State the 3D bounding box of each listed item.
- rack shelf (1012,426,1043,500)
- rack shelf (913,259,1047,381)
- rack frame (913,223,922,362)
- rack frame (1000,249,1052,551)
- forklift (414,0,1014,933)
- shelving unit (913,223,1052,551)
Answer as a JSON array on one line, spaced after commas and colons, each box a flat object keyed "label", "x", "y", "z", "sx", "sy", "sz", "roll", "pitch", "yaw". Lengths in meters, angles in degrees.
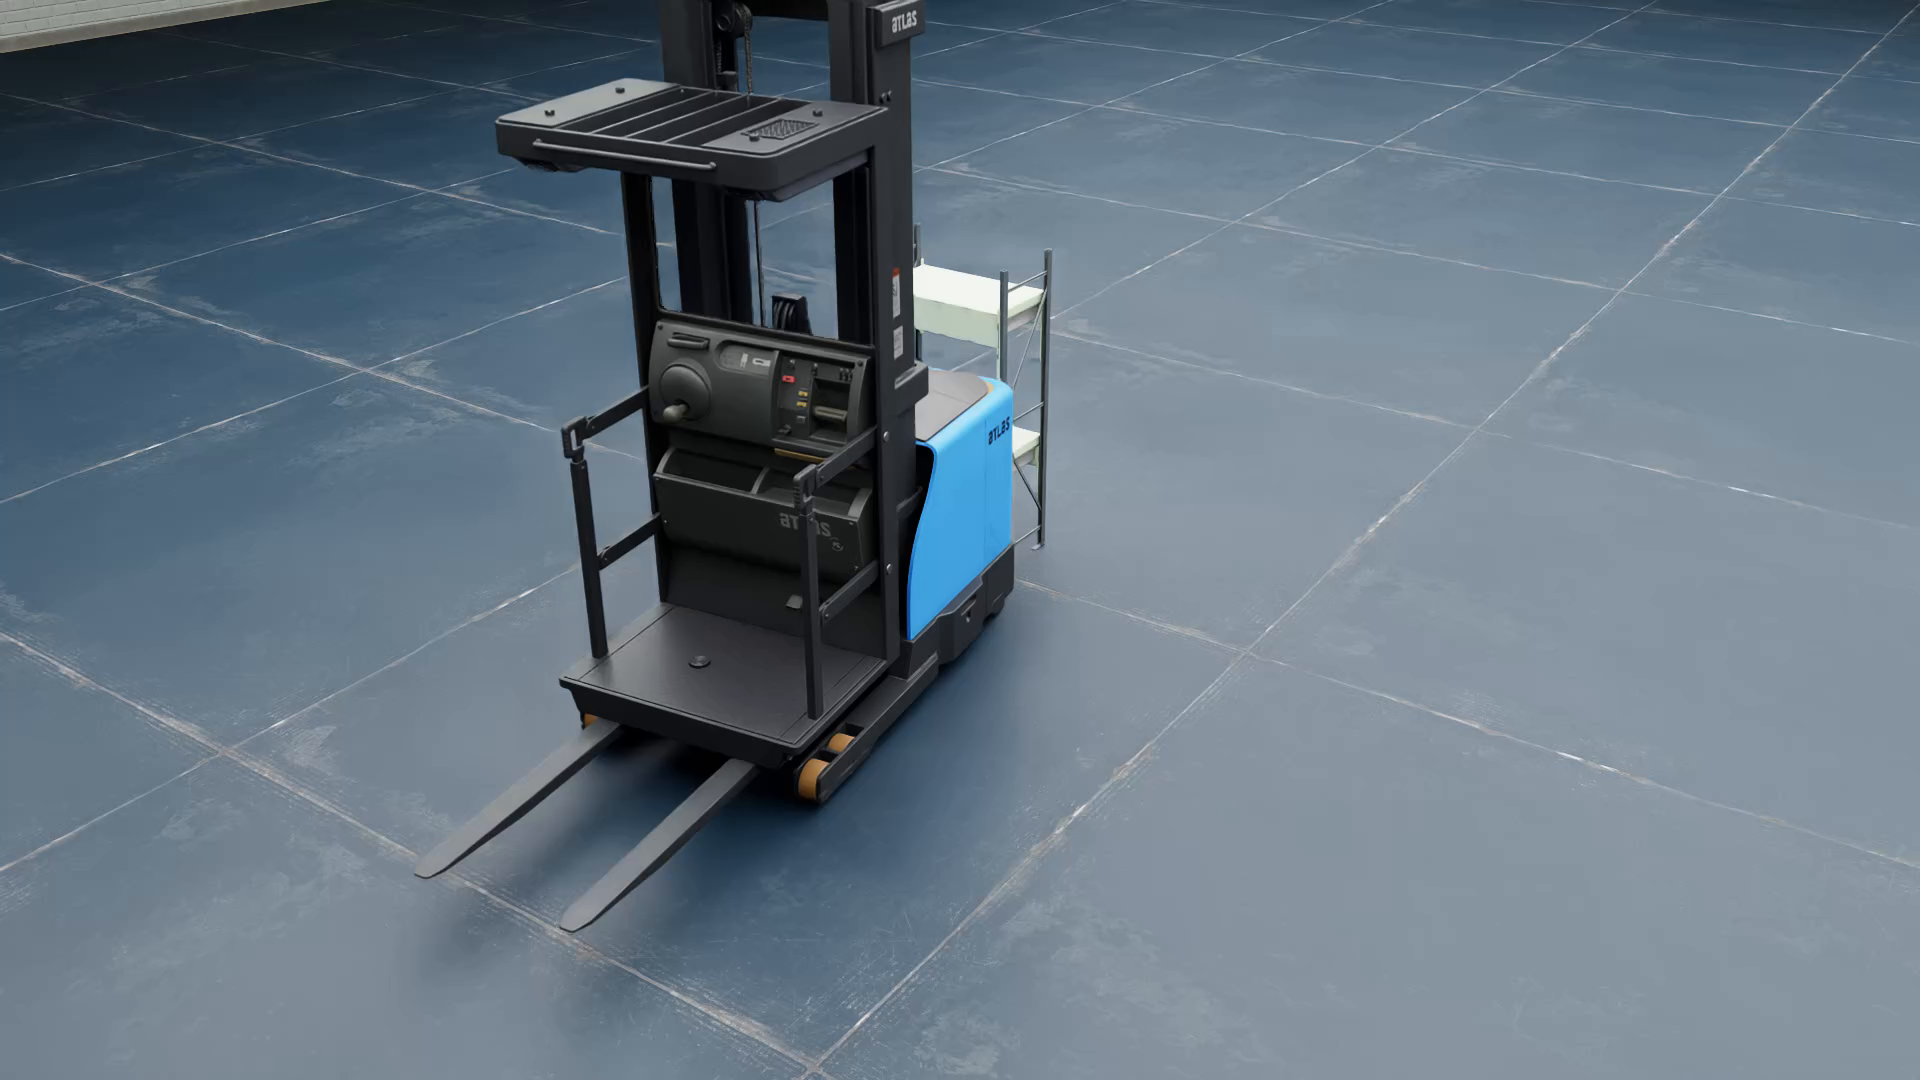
[{"label": "rack shelf", "x": -0.006, "y": -0.380, "z": 8.061, "sx": 0.720, "sy": 0.370, "sz": 0.431, "roll": 17, "pitch": 32, "yaw": 30}, {"label": "rack shelf", "x": -0.006, "y": -1.018, "z": 7.736, "sx": 0.720, "sy": 0.370, "sz": 0.431, "roll": 17, "pitch": 32, "yaw": 30}, {"label": "rack frame", "x": -0.307, "y": -0.764, "z": 8.098, "sx": 0.023, "sy": 1.500, "sz": 0.400, "roll": 17, "pitch": 32, "yaw": 30}, {"label": "rack frame", "x": 0.296, "y": -0.576, "z": 7.729, "sx": 0.023, "sy": 1.500, "sz": 0.400, "roll": 17, "pitch": 32, "yaw": 30}, {"label": "forklift", "x": -0.860, "y": -0.539, "z": 6.078, "sx": 1.130, "sy": 2.935, "sz": 3.031, "roll": 13, "pitch": 30, "yaw": 23}, {"label": "shelving unit", "x": -0.006, "y": -0.670, "z": 7.913, "sx": 0.755, "sy": 1.500, "sz": 0.431, "roll": 17, "pitch": 32, "yaw": 30}]
